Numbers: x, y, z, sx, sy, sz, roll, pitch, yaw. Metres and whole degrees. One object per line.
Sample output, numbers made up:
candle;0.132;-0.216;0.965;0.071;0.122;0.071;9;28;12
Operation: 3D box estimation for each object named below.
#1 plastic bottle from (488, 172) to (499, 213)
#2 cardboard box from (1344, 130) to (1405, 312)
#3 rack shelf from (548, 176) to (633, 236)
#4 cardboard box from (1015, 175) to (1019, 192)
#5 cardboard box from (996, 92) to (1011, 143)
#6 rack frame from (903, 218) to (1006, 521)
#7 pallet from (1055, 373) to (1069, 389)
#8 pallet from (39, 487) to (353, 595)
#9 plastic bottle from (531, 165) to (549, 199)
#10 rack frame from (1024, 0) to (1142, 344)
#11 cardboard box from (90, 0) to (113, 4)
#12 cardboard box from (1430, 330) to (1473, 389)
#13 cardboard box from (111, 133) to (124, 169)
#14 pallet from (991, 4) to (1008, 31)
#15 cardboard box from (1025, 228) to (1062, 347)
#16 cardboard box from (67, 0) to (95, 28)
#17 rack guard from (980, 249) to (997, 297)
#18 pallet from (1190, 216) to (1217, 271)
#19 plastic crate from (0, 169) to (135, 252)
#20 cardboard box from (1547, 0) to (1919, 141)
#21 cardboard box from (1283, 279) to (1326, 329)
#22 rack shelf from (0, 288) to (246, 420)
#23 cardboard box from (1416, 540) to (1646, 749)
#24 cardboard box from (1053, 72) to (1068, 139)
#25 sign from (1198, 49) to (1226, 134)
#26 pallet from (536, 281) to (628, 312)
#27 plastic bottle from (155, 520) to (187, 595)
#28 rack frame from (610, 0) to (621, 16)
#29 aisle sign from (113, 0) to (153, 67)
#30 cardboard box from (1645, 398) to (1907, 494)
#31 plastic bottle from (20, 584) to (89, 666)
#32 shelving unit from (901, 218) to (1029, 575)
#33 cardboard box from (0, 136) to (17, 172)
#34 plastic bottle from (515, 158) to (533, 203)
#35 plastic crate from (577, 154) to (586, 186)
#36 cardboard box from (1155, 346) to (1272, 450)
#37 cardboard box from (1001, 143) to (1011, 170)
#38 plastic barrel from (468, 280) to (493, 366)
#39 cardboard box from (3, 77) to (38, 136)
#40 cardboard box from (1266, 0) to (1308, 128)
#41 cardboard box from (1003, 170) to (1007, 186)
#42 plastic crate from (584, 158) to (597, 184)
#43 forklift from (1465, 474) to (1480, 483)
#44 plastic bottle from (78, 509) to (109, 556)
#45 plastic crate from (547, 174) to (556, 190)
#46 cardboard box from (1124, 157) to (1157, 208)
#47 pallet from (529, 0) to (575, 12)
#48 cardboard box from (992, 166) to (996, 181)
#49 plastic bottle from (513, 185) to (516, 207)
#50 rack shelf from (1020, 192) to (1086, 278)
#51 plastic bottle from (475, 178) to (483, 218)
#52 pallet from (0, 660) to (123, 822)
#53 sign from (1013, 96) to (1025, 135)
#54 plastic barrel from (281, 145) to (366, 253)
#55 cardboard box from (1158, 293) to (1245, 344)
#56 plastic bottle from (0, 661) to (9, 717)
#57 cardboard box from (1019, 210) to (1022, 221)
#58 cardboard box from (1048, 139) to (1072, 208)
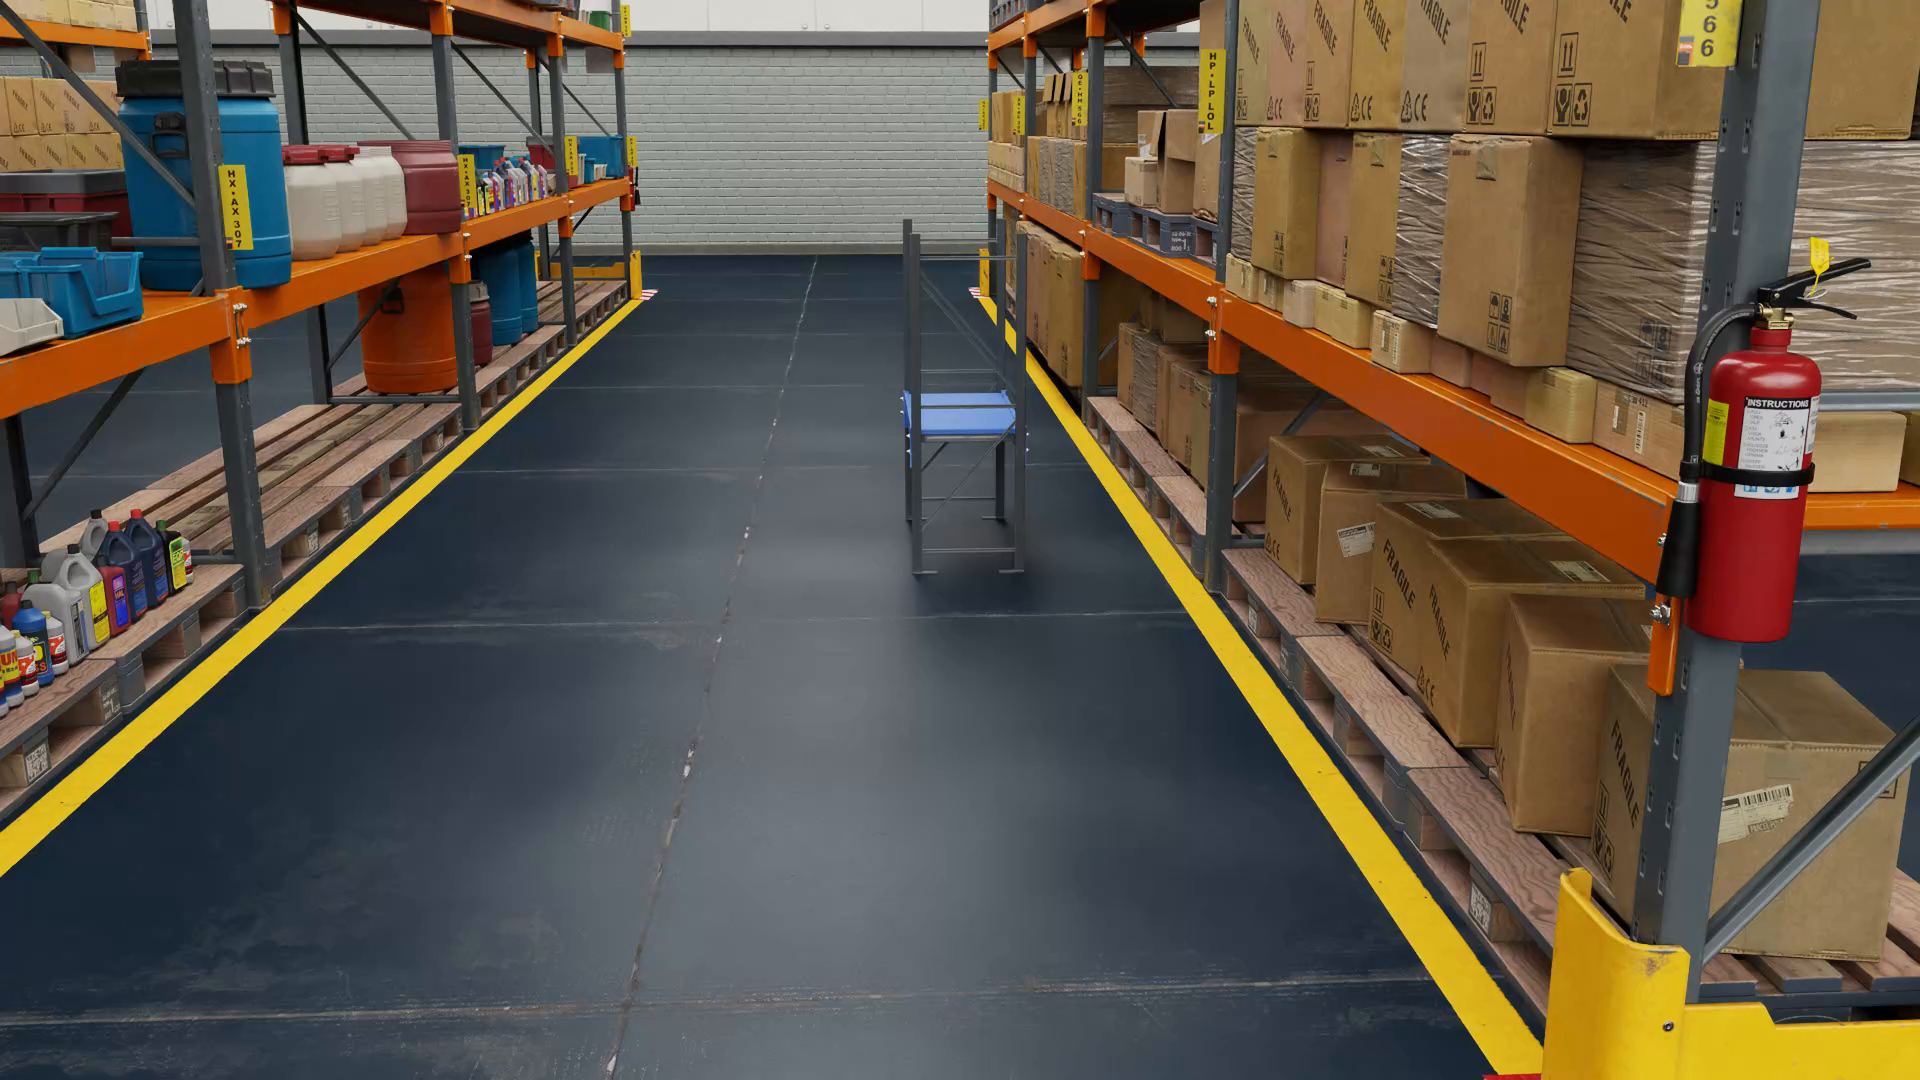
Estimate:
plastic bottle;-3.362;-2.500;11.959;0.061;0.283;0.133;-1;14;-3
cardboard box;1.643;-0.945;4.881;0.875;0.500;0.500;-1;14;-3
rack shelf;-4.004;-3.300;16.276;1.077;0.370;4.000;-1;14;-3
cardboard box;0.702;-3.241;15.106;0.380;0.149;0.250;-1;14;-2
cardboard box;0.645;-4.280;16.841;0.500;0.500;0.500;-1;14;-5
rack frame;-0.026;-0.832;8.248;0.500;1.500;0.032;-1;14;-3
pallet;1.265;-1.382;12.975;1.003;0.211;1.213;-1;14;-3
pallet;-3.472;-0.006;7.625;1.003;0.211;1.213;-1;14;-3
plastic bottle;-3.533;-2.998;13.907;0.152;0.276;0.135;-1;14;-3
rack frame;1.064;-3.227;14.551;1.000;3.000;0.127;-1;14;-3
cardboard box;-8.754;-5.444;16.444;0.500;0.250;0.500;-1;14;-3
cardboard box;1.490;-0.500;4.453;0.380;0.149;0.250;-1;14;-3
cardboard box;-8.737;-3.883;16.896;0.500;0.500;0.500;-1;14;-3
pallet;0.872;-5.448;17.338;1.003;0.211;1.213;-1;14;-3
cardboard box;1.179;-2.021;13.282;1.225;0.875;0.875;-1;14;-5
cardboard box;-8.713;-5.078;16.024;0.500;0.250;0.500;-1;14;-3
rack guard;0.814;-3.018;18.752;1.175;0.500;0.348;-1;14;-3
pallet;1.657;-1.337;7.589;1.003;0.211;1.213;-1;14;-3
plastic crate;-3.720;-1.308;6.962;0.402;0.464;0.583;-1;14;-3
cardboard box;1.526;-1.053;3.294;0.500;0.500;0.500;-1;14;-3
cardboard box;1.317;-0.809;5.656;0.380;0.149;0.250;-1;14;-3
rack shelf;-3.260;-0.316;4.677;1.077;0.370;4.000;-1;14;-3
cardboard box;1.694;0.304;4.997;0.500;0.500;0.500;0;14;2
cardboard box;1.142;-3.432;13.132;0.797;0.503;0.637;-1;14;-3
sign;1.006;-1.789;6.637;0.100;0.325;0.005;-1;14;-3
pallet;-4.115;-2.590;17.668;1.003;0.211;1.213;-1;14;-3
plastic bottle;-3.025;0.056;6.359;0.061;0.283;0.133;0;14;-1
rack frame;-4.128;-7.051;17.372;1.000;3.000;0.127;-1;14;-3
aisle sign;-8.770;-5.351;17.587;0.394;0.787;0.004;-1;14;-3
cardboard box;1.583;-0.189;3.246;0.380;0.149;0.250;-1;14;-3
plastic bottle;-3.019;0.269;5.545;0.152;0.276;0.135;-1;14;-2
shelving unit;0.005;-0.705;7.757;0.538;1.500;1.048;-1;14;-3
cardboard box;-8.583;-3.255;14.456;0.500;0.500;0.500;-1;14;-2
plastic bottle;-3.485;-2.858;13.212;0.144;0.351;0.185;-1;14;-3
plastic crate;-3.791;-3.505;15.748;0.437;0.282;0.530;-1;14;-3
cardboard box;1.462;-0.790;9.211;0.700;0.500;0.500;0;14;1
cardboard box;0.680;-3.786;16.426;0.500;0.250;0.500;-1;14;-5
plastic barrel;-3.749;-1.594;12.199;0.600;0.588;0.708;-1;14;-3
cardboard box;-8.605;-3.858;14.794;0.500;0.500;0.500;-1;14;-5
cardboard box;1.366;-1.674;5.710;0.500;0.500;0.500;-1;14;-3
cardboard box;0.623;-3.560;16.345;0.380;0.149;0.250;-1;14;-3
plastic crate;-3.744;-3.587;16.163;0.416;0.233;0.300;-1;14;-3
forklift;3.386;-1.717;8.817;1.130;2.935;3.031;0;14;0
plastic bottle;-3.200;0.066;6.182;0.144;0.351;0.185;-1;14;-3
plastic crate;-3.766;-3.170;14.737;0.396;0.136;0.243;-1;14;-3
cardboard box;1.186;-1.943;9.017;0.500;0.250;0.500;-1;14;-5
pallet;-3.734;-4.319;13.151;1.213;0.211;1.003;-1;14;-3
cardboard box;0.542;-3.880;17.590;0.380;0.149;0.250;-1;14;-5
plastic bottle;-3.422;-2.626;12.611;0.097;0.201;0.097;0;14;0
rack shelf;1.188;-2.382;12.707;1.077;0.370;4.000;-1;14;-3
plastic bottle;-3.328;-2.361;11.419;0.061;0.283;0.133;-1;14;-3
pallet;-3.305;0.661;5.034;1.003;0.211;1.213;-1;14;-3
sign;0.510;-3.676;14.398;0.100;0.325;0.005;-1;14;-3
plastic barrel;-3.297;-1.759;8.569;0.433;0.535;0.433;0;14;0
cardboard box;1.426;-1.300;9.689;0.500;0.250;0.500;1;14;3
plastic bottle;-2.959;0.401;5.042;0.097;0.271;0.097;0;14;0
cardboard box;1.047;-2.791;16.276;0.875;0.875;0.875;-1;14;-3
cardboard box;0.943;-2.780;12.610;0.500;0.500;0.500;-1;14;-2
